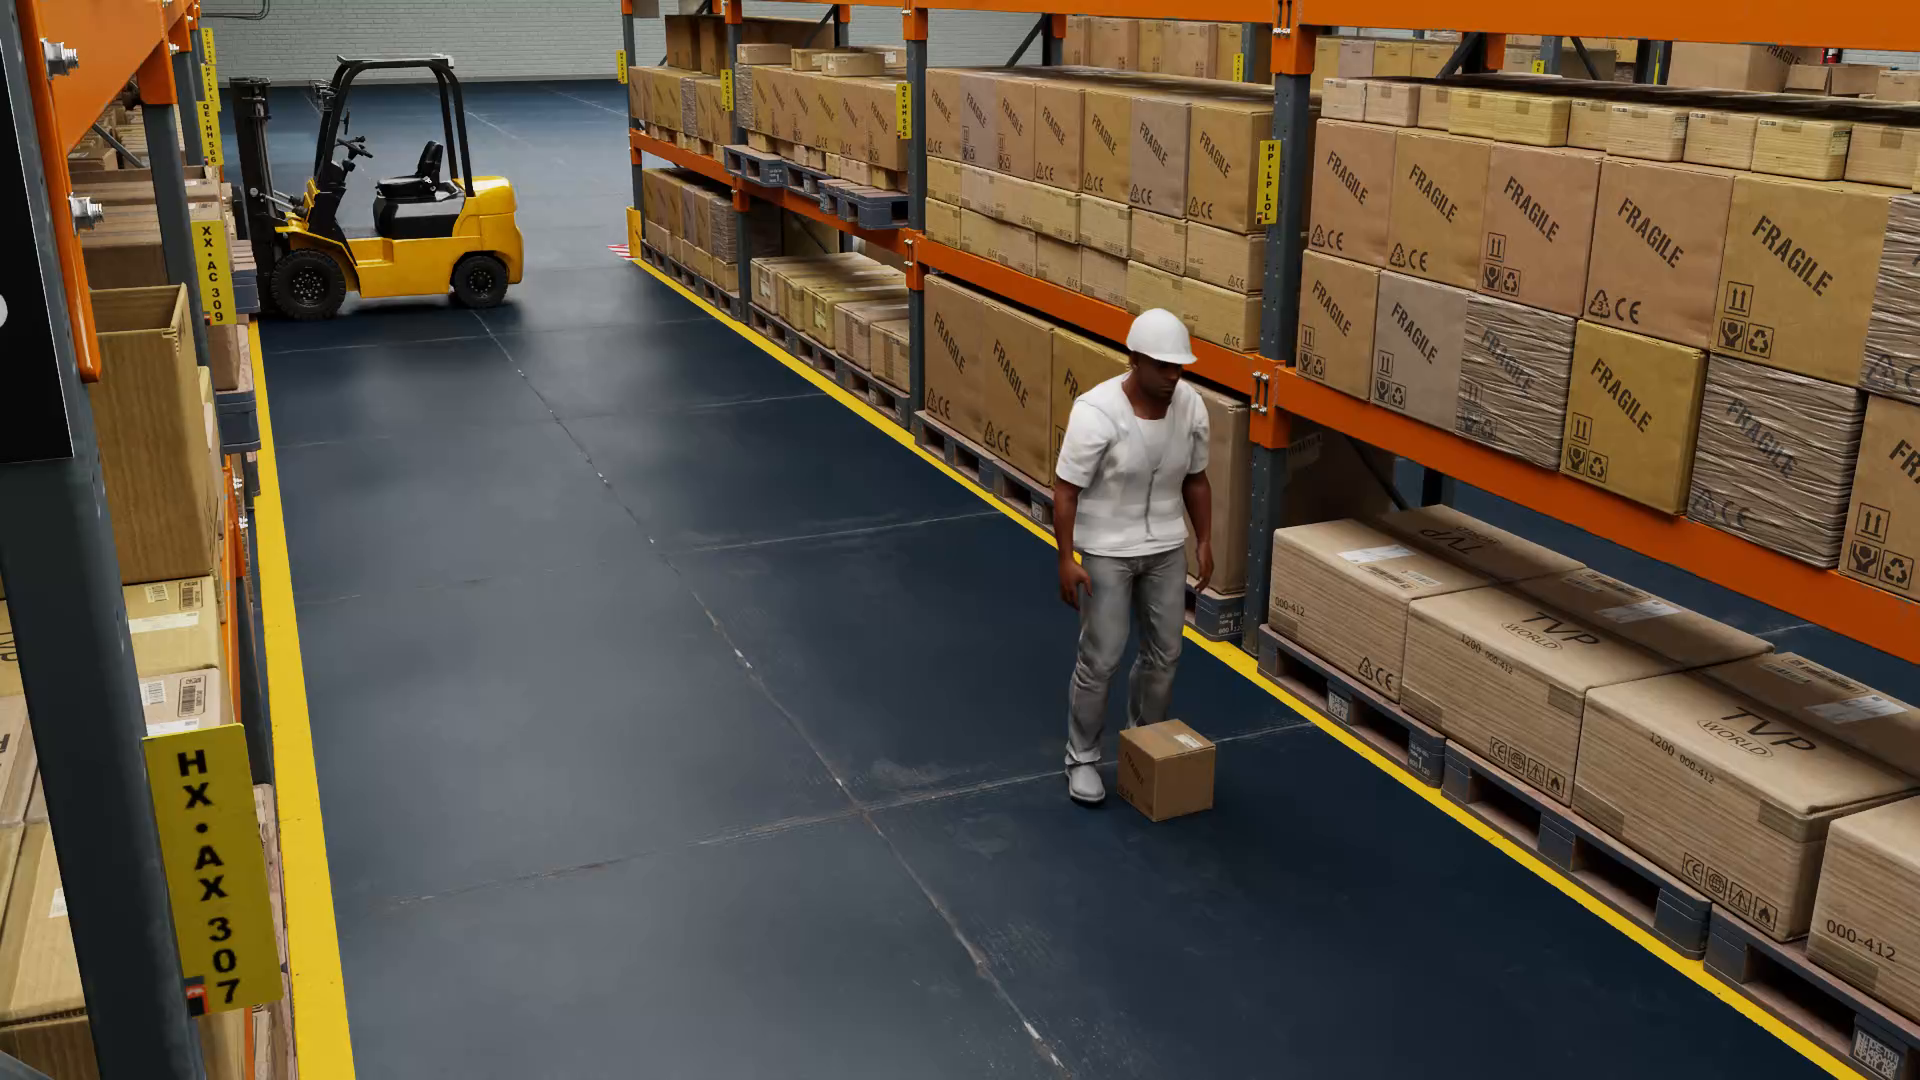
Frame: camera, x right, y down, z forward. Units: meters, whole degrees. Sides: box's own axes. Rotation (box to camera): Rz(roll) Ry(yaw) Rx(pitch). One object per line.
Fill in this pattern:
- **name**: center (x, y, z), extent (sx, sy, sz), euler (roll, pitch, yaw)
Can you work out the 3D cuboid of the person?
- **person**: center (0.626, 0.046, 5.897), extent (0.627, 1.761, 0.461), euler (-8, 20, -22)
